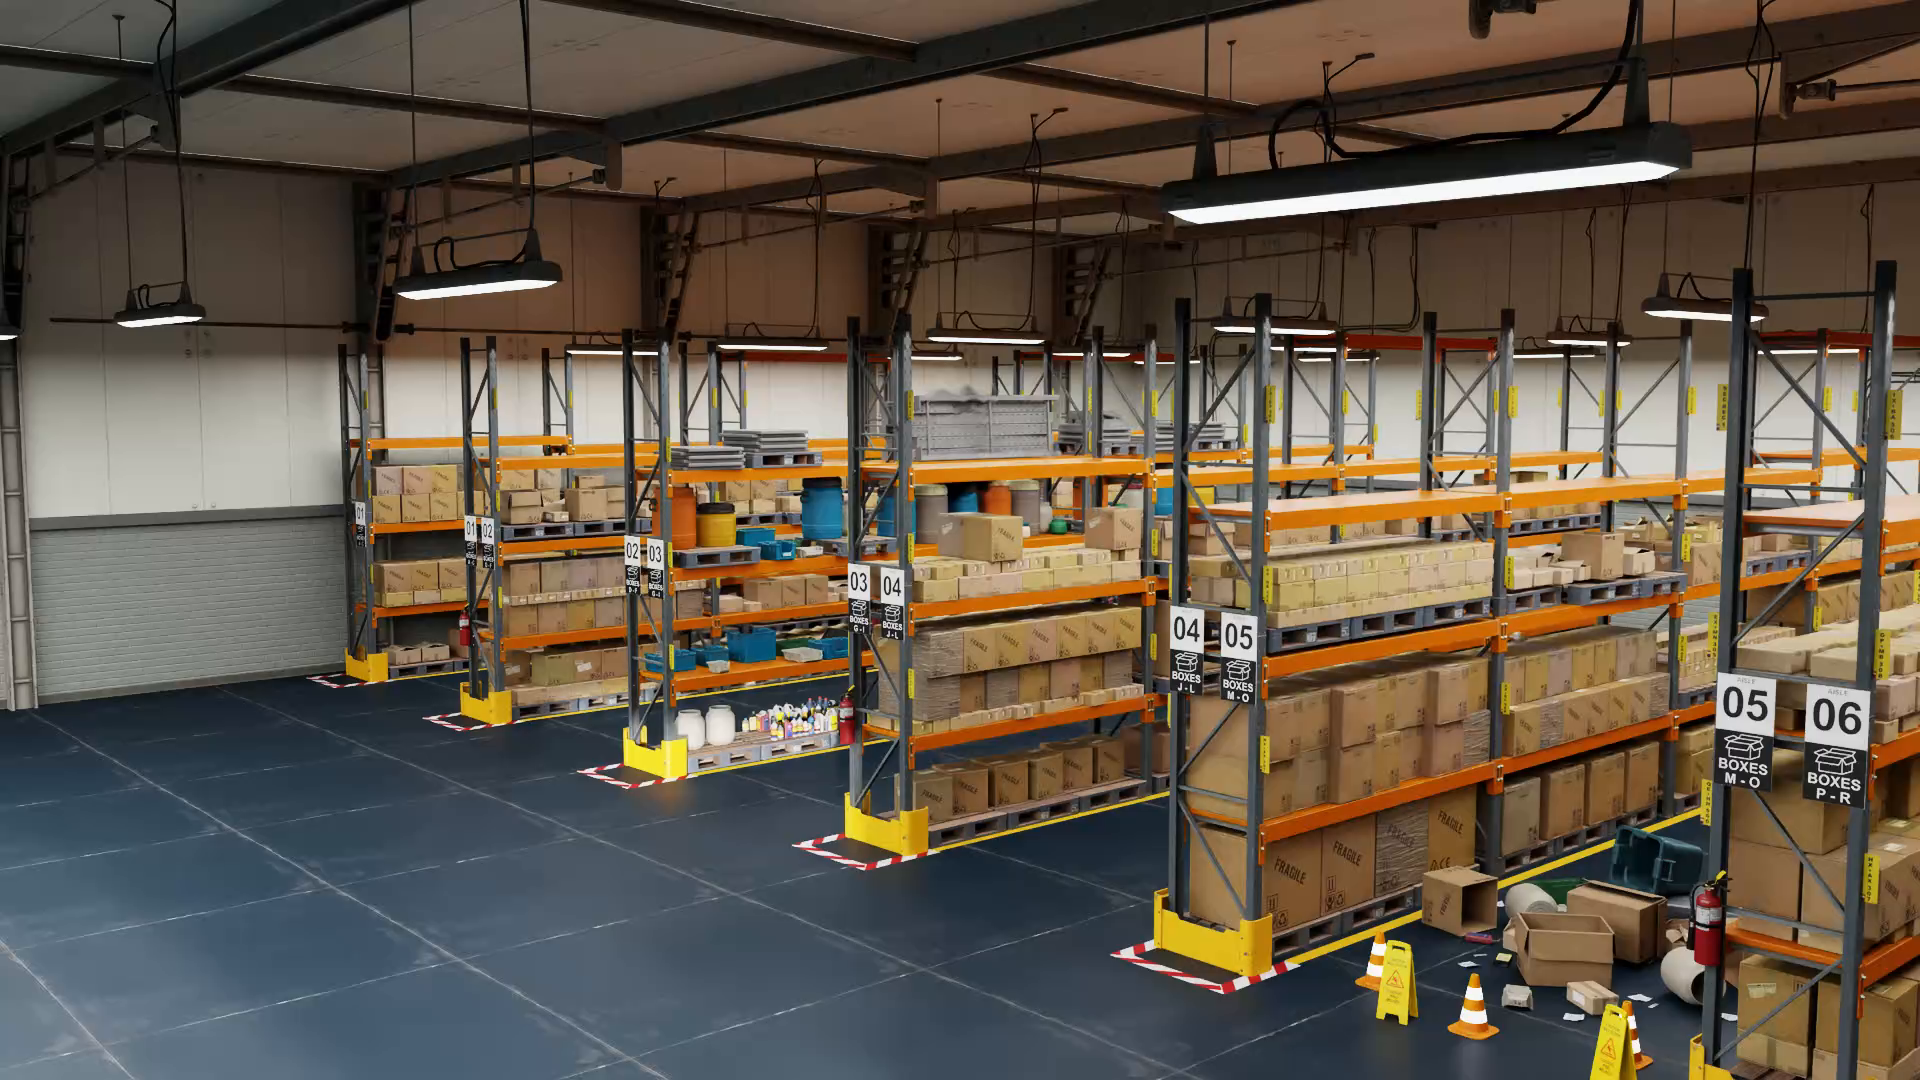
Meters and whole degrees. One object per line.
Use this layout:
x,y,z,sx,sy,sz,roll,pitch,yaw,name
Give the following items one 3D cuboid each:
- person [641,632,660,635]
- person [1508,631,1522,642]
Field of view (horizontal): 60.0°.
-5.578,1.597,30.269,0.703,1.723,0.705,-5,7,-43,person
8.116,2.166,24.374,0.570,1.705,0.796,4,6,38,person
